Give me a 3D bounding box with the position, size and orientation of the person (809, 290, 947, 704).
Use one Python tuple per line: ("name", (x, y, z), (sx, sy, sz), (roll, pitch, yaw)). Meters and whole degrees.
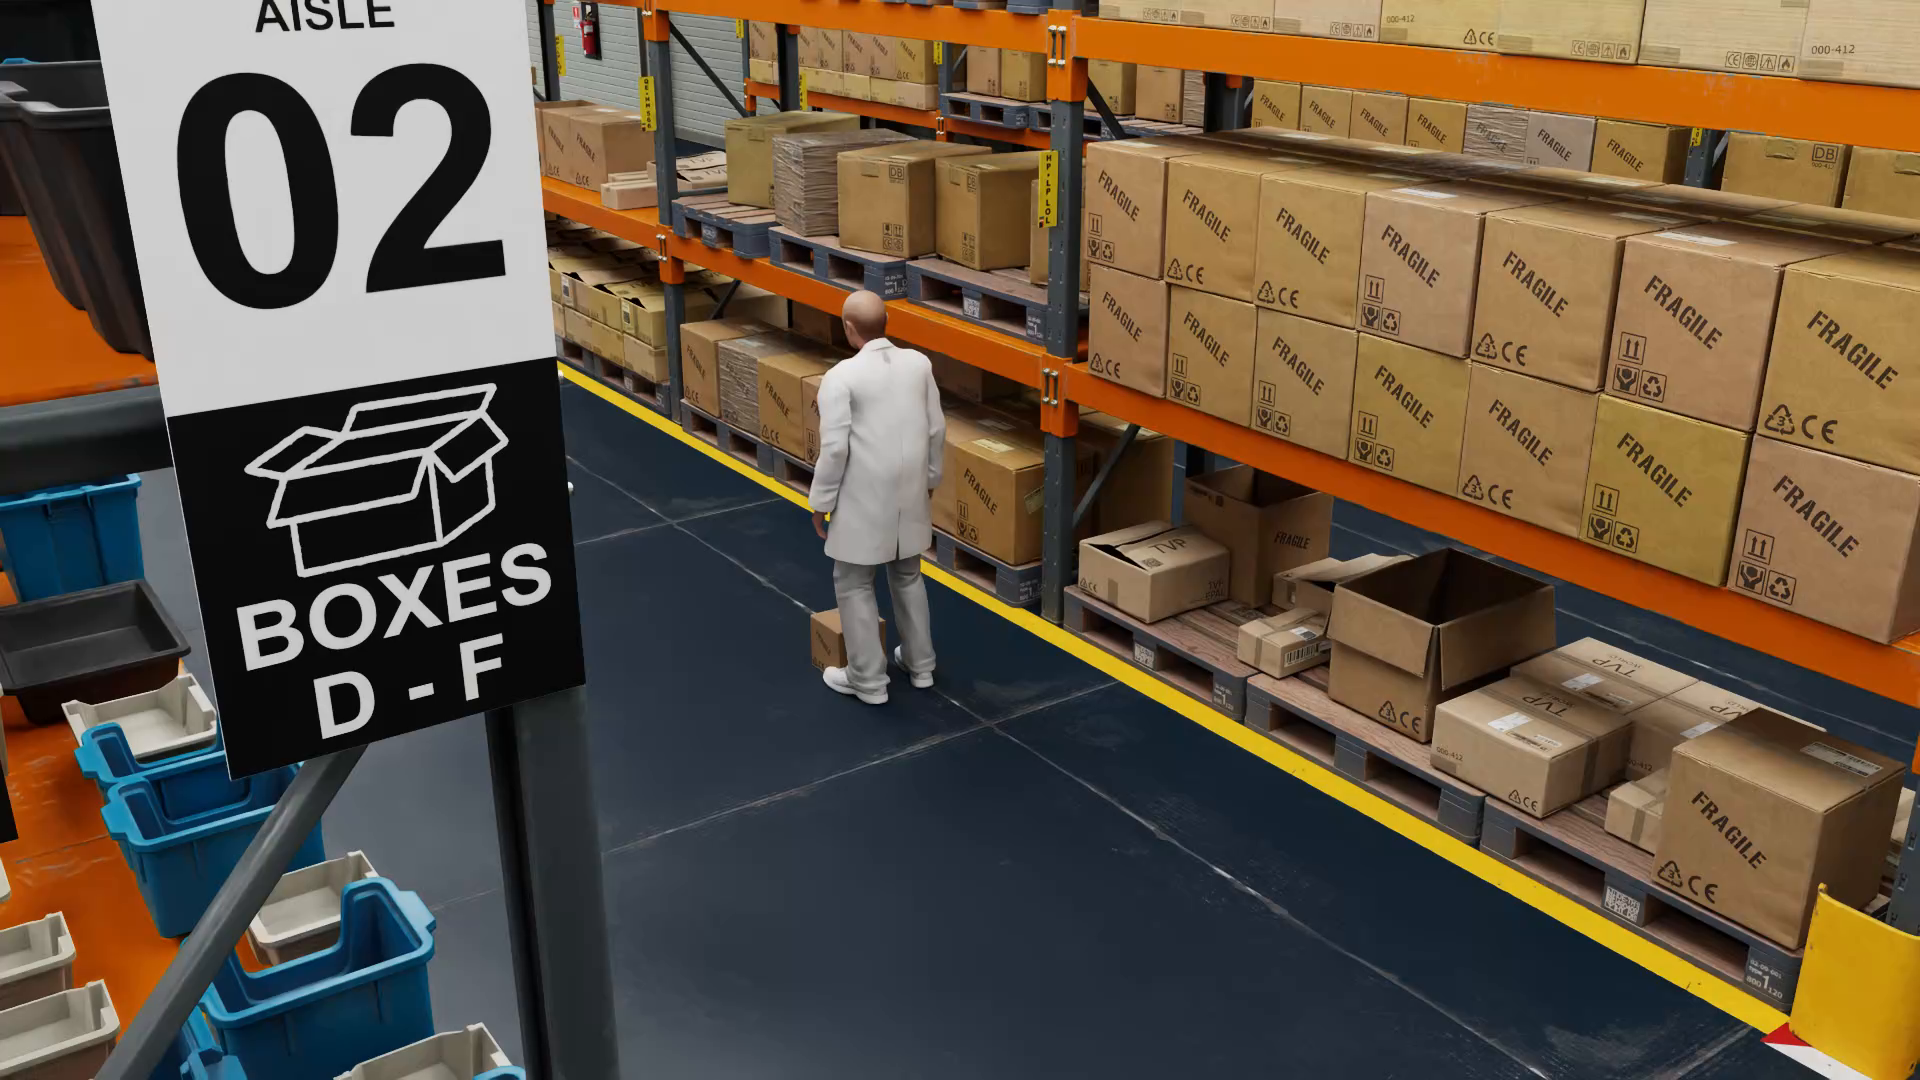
("person", (-0.350, -0.179, 7.068), (0.644, 1.774, 0.425), (-14, 25, -33))
